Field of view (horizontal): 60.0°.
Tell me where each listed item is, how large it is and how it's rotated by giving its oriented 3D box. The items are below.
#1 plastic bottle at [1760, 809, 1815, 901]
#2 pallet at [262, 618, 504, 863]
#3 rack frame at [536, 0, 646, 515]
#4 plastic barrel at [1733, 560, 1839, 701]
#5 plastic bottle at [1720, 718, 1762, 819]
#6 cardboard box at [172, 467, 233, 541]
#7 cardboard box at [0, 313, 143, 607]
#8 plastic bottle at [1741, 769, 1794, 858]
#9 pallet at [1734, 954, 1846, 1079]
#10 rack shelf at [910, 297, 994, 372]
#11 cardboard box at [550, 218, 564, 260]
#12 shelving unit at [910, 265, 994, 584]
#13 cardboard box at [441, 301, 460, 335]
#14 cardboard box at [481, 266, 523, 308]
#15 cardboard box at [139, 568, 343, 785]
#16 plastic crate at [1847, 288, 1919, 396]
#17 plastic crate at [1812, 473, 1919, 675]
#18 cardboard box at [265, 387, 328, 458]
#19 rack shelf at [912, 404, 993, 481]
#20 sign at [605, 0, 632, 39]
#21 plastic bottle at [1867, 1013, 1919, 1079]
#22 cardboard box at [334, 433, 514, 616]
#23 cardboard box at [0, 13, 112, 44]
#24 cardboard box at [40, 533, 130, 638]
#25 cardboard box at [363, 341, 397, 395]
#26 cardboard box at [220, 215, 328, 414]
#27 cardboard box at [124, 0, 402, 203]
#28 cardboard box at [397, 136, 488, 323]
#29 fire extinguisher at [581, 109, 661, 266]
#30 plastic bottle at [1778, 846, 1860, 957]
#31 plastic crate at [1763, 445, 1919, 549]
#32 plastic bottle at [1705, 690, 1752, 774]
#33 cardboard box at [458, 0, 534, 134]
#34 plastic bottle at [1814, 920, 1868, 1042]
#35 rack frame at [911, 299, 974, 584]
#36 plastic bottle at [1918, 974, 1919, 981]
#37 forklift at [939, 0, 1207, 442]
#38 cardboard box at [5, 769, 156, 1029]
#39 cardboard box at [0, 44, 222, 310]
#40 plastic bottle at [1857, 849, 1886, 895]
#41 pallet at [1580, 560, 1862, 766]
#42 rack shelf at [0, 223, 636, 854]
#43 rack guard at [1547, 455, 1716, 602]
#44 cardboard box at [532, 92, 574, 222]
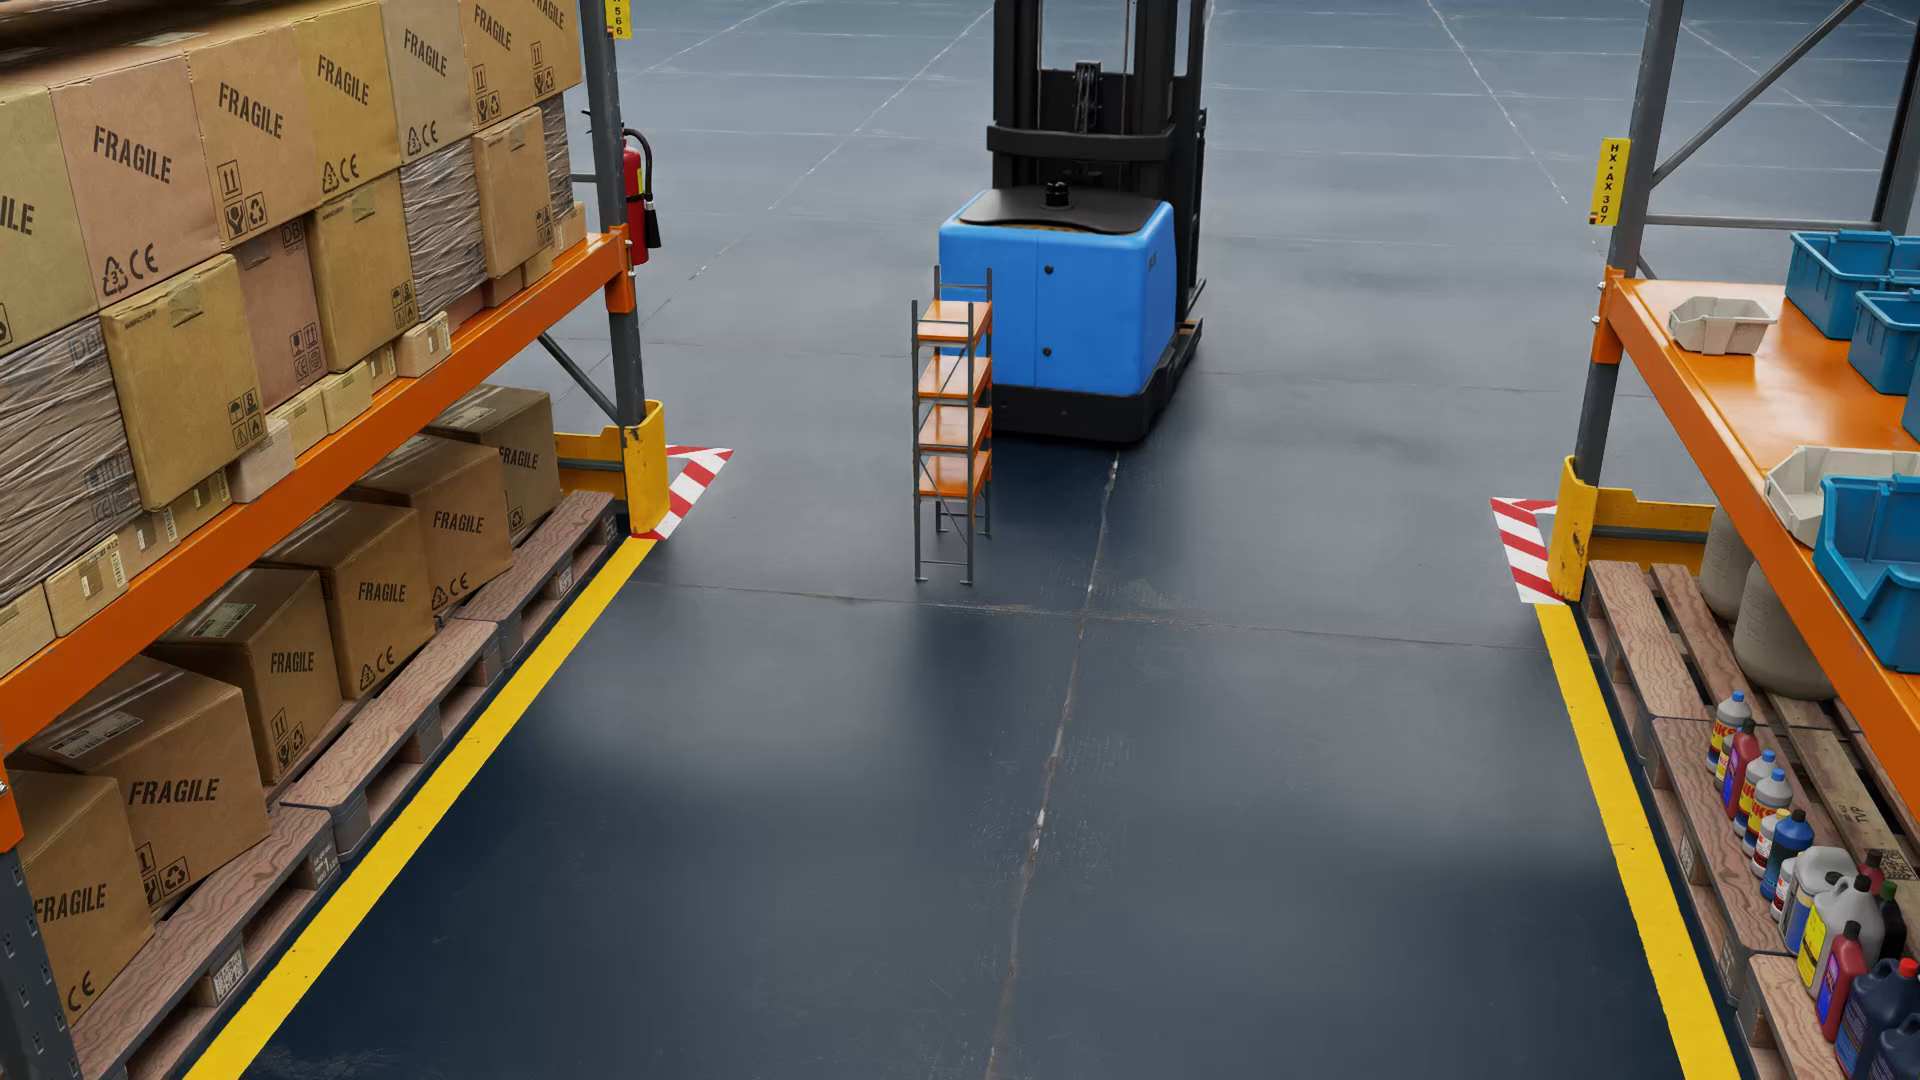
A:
[{"bbox_3d":[2.279,0.861,4.571,0.097,0.271,0.097,0,25,0],"label":"plastic bottle"},{"bbox_3d":[-2.280,0.616,5.685,1.003,0.211,1.213,4,25,9],"label":"pallet"},{"bbox_3d":[-1.898,-1.525,6.970,1.000,3.000,0.127,4,25,9],"label":"rack frame"},{"bbox_3d":[2.875,0.245,5.628,0.421,0.512,0.421,0,25,0],"label":"plastic barrel"},{"bbox_3d":[2.330,0.679,4.946,0.061,0.283,0.133,4,25,9],"label":"plastic bottle"},{"bbox_3d":[-2.121,-0.123,4.270,0.380,0.149,0.250,4,25,9],"label":"cardboard box"},{"bbox_3d":[-2.417,-0.216,3.704,0.875,0.500,0.500,4,25,9],"label":"cardboard box"},{"bbox_3d":[2.313,0.777,4.752,0.097,0.271,0.097,0,25,0],"label":"plastic bottle"},{"bbox_3d":[2.486,1.476,3.848,1.003,0.211,1.213,4,25,9],"label":"pallet"},{"bbox_3d":[-0.027,-0.830,6.681,0.258,0.148,0.480,4,25,9],"label":"rack shelf"},{"bbox_3d":[-1.782,-1.173,6.514,0.380,0.149,0.250,4,25,9],"label":"cardboard box"},{"bbox_3d":[-0.027,-0.474,6.848,0.258,1.200,0.503,4,25,9],"label":"shelving unit"},{"bbox_3d":[-1.929,-0.754,5.618,0.380,0.149,0.250,4,25,9],"label":"cardboard box"},{"bbox_3d":[-1.828,-0.962,6.062,0.380,0.149,0.250,4,25,9],"label":"cardboard box"},{"bbox_3d":[-2.337,0.420,5.267,0.500,0.500,0.500,2,25,4],"label":"cardboard box"},{"bbox_3d":[3.090,-0.613,5.197,0.499,0.251,0.408,4,25,9],"label":"plastic crate"},{"bbox_3d":[2.248,0.077,3.723,0.499,0.251,0.616,4,25,9],"label":"plastic crate"},{"bbox_3d":[-2.040,-0.332,4.717,0.380,0.149,0.250,4,25,9],"label":"cardboard box"},{"bbox_3d":[-0.027,-0.413,6.876,0.258,0.148,0.480,4,25,9],"label":"rack shelf"},{"bbox_3d":[-1.353,-2.146,6.557,0.100,0.325,0.005,4,25,9],"label":"sign"},{"bbox_3d":[2.156,1.202,3.749,0.144,0.351,0.185,3,25,7],"label":"plastic bottle"},{"bbox_3d":[-2.080,-0.071,6.316,0.500,0.500,0.500,11,27,22],"label":"cardboard box"},{"bbox_3d":[-2.586,-1.110,4.436,0.500,0.500,0.500,4,25,9],"label":"cardboard box"},{"bbox_3d":[-2.166,0.089,3.818,0.380,0.149,0.250,4,25,9],"label":"cardboard box"},{"bbox_3d":[-1.992,-0.543,5.169,0.380,0.149,0.250,4,25,9],"label":"cardboard box"},{"bbox_3d":[-2.318,-0.639,4.607,0.875,0.500,0.500,4,25,9],"label":"cardboard box"},{"bbox_3d":[-1.994,-1.284,4.806,0.500,0.500,0.500,4,25,9],"label":"cardboard box"},{"bbox_3d":[-2.102,-1.053,5.493,0.875,0.500,0.500,4,25,9],"label":"cardboard box"},{"bbox_3d":[-1.424,-1.506,7.020,0.296,0.674,0.183,4,25,9],"label":"fire extinguisher"},{"bbox_3d":[2.270,0.953,4.369,0.152,0.276,0.135,4,25,9],"label":"plastic bottle"},{"bbox_3d":[2.350,-0.086,4.207,0.530,0.136,0.437,4,25,9],"label":"plastic crate"},{"bbox_3d":[2.385,0.591,5.148,0.097,0.271,0.097,0,25,0],"label":"plastic bottle"},{"bbox_3d":[-1.820,-1.701,5.698,0.500,0.500,0.500,4,25,9],"label":"cardboard box"},{"bbox_3d":[2.173,1.082,4.086,0.061,0.283,0.133,6,26,12],"label":"plastic bottle"},{"bbox_3d":[-0.067,-0.372,6.630,0.240,1.200,0.015,4,25,9],"label":"rack frame"},{"bbox_3d":[2.337,1.156,3.937,0.152,0.276,0.135,4,25,9],"label":"plastic bottle"},{"bbox_3d":[0.780,-2.404,8.928,1.130,2.935,3.031,7,26,14],"label":"forklift"},{"bbox_3d":[-2.447,0.925,4.188,0.500,0.500,0.500,3,25,7],"label":"cardboard box"},{"bbox_3d":[-2.147,-0.865,3.911,0.500,0.500,0.500,4,25,9],"label":"cardboard box"},{"bbox_3d":[2.376,0.957,4.353,0.061,0.283,0.133,4,25,9],"label":"plastic bottle"},{"bbox_3d":[2.885,0.456,6.028,1.003,0.211,1.213,4,25,9],"label":"pallet"},{"bbox_3d":[-2.225,-0.363,5.335,1.077,0.370,4.000,4,25,9],"label":"rack shelf"},{"bbox_3d":[3.023,-0.015,6.692,1.175,0.500,0.348,4,25,9],"label":"rack guard"},{"bbox_3d":[-2.015,-1.477,6.398,0.875,0.500,0.500,4,25,9],"label":"cardboard box"}]
